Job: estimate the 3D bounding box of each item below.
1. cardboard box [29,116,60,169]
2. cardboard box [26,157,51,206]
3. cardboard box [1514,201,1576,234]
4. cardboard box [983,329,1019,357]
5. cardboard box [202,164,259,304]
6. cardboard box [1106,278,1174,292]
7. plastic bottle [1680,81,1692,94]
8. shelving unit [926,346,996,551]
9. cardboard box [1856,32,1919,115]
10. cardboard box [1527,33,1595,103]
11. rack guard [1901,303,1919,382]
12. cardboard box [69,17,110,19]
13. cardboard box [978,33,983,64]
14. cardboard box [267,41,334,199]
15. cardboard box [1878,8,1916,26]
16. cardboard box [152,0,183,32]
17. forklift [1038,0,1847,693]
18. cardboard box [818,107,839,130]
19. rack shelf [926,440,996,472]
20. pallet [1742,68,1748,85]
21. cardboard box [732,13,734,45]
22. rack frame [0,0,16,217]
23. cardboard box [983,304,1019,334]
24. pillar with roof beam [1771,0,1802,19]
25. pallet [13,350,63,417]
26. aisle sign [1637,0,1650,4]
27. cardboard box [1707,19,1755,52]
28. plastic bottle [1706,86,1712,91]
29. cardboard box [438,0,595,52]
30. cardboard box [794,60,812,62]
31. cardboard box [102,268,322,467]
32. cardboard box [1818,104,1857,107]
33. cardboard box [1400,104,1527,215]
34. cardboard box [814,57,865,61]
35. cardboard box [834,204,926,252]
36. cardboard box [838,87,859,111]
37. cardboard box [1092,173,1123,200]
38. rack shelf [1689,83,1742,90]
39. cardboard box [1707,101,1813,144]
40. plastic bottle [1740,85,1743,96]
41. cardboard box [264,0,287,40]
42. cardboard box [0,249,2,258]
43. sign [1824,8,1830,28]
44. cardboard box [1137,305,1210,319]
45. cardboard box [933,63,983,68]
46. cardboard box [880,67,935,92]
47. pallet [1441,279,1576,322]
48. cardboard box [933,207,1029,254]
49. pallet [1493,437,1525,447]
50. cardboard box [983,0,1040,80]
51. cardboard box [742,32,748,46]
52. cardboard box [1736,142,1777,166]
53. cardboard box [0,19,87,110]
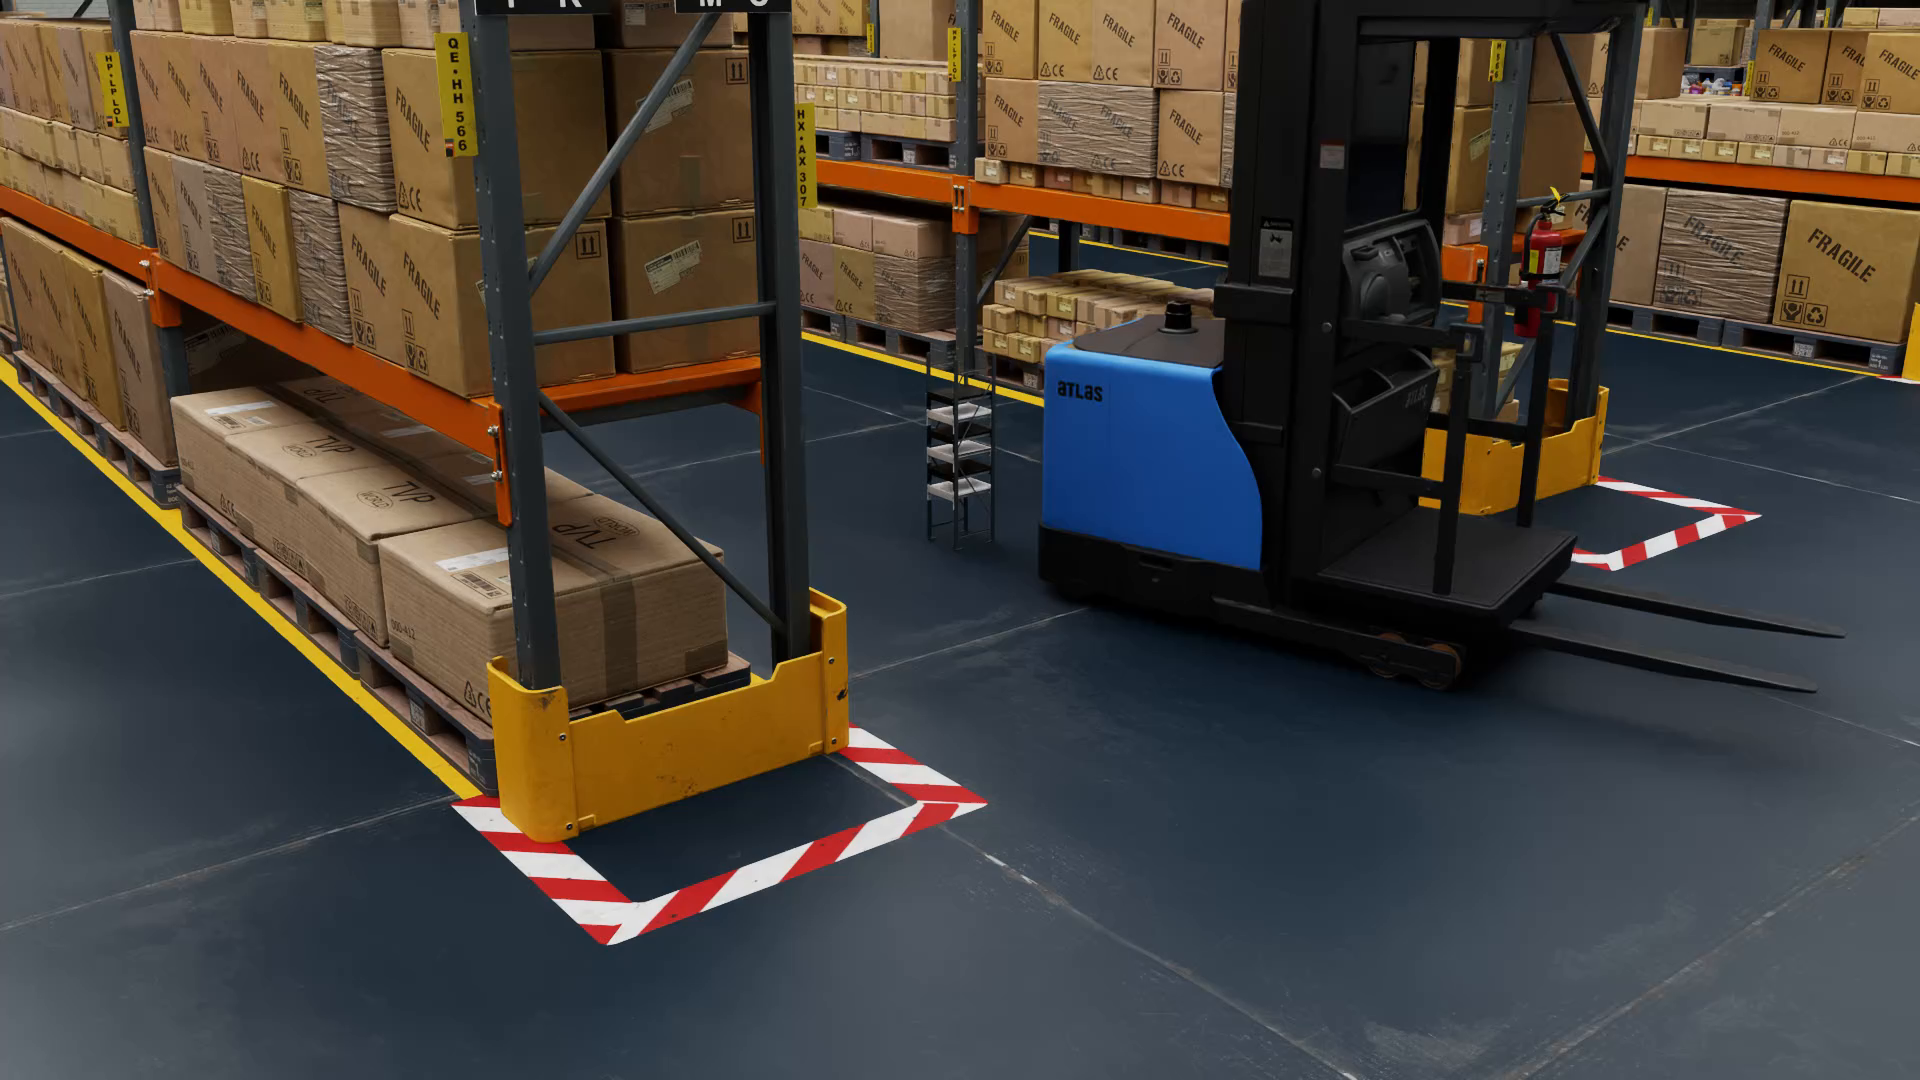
[{"bbox_3d":[-4.857,-2.237,9.289,0.500,0.250,0.500,-13,23,-35],"label":"cardboard box"},{"bbox_3d":[-5.142,-2.130,9.761,0.500,0.250,0.500,-13,22,-34],"label":"cardboard box"},{"bbox_3d":[2.938,-1.668,8.529,0.380,0.149,0.250,-14,23,-37],"label":"cardboard box"},{"bbox_3d":[0.373,-1.323,10.953,0.380,0.149,0.250,-15,24,-38],"label":"cardboard box"},{"bbox_3d":[-2.720,-1.271,6.769,0.500,0.500,0.500,-14,23,-36],"label":"cardboard box"},{"bbox_3d":[1.174,-1.606,10.861,0.380,0.149,0.250,-14,23,-37],"label":"cardboard box"},{"bbox_3d":[7.507,-4.604,17.193,0.152,0.276,0.135,-14,23,-36],"label":"plastic bottle"},{"bbox_3d":[0.005,-0.425,7.715,0.258,0.900,0.210,-14,23,-36],"label":"shelving unit"},{"bbox_3d":[6.325,-3.082,10.970,0.500,0.500,0.500,-14,23,-35],"label":"cardboard box"},{"bbox_3d":[2.812,-2.470,8.326,0.500,0.500,0.500,-14,23,-36],"label":"cardboard box"},{"bbox_3d":[6.848,-1.394,11.278,1.175,0.500,0.348,-14,23,-36],"label":"rack guard"},{"bbox_3d":[-5.376,-3.070,10.612,0.500,0.500,0.500,-15,23,-38],"label":"cardboard box"},{"bbox_3d":[0.531,-5.383,18.515,0.797,0.503,0.637,-11,21,-31],"label":"cardboard box"},{"bbox_3d":[-2.073,-1.493,5.849,0.500,0.500,0.500,-14,23,-36],"label":"cardboard box"},{"bbox_3d":[13.929,-7.718,24.542,0.500,0.250,0.500,-14,23,-37],"label":"cardboard box"},{"bbox_3d":[-3.254,-2.280,7.195,0.380,0.149,0.250,-14,23,-35],"label":"cardboard box"},{"bbox_3d":[1.835,-1.026,6.298,3.031,2.935,1.130,12,22,33],"label":"forklift"},{"bbox_3d":[-0.814,-3.089,12.151,0.380,0.149,0.250,-13,22,-34],"label":"cardboard box"},{"bbox_3d":[0.005,-0.394,7.725,0.258,0.077,0.200,-14,23,-36],"label":"rack shelf"},{"bbox_3d":[10.845,-5.921,21.278,1.003,0.211,1.213,-14,23,-36],"label":"pallet"},{"bbox_3d":[-2.356,-4.250,14.175,0.700,0.500,0.500,-14,23,-36],"label":"cardboard box"},{"bbox_3d":[-8.386,-3.610,13.992,1.000,3.000,0.127,-14,23,-36],"label":"rack frame"},{"bbox_3d":[0.373,-1.465,10.908,0.380,0.149,0.250,-13,22,-34],"label":"cardboard box"},{"bbox_3d":[10.011,-9.955,23.612,9.100,9.000,0.400,-14,23,-36],"label":"pillar with roof beam"},{"bbox_3d":[-5.472,-1.091,10.822,1.003,0.211,1.213,-14,23,-36],"label":"pallet"},{"bbox_3d":[3.163,-2.918,7.769,0.394,0.787,0.004,-14,23,-36],"label":"aisle sign"},{"bbox_3d":[12.424,-8.131,26.788,0.700,0.500,0.500,-14,23,-36],"label":"cardboard box"},{"bbox_3d":[7.930,-4.695,17.584,0.097,0.201,0.097,0,18,0],"label":"plastic bottle"},{"bbox_3d":[-1.315,-1.532,4.936,0.380,0.149,0.250,-14,23,-35],"label":"cardboard box"},{"bbox_3d":[-1.298,-3.567,12.649,0.380,0.149,0.250,-13,22,-34],"label":"cardboard box"},{"bbox_3d":[-3.866,-0.966,8.721,0.875,0.875,0.875,-13,22,-34],"label":"cardboard box"},{"bbox_3d":[6.419,-2.955,11.779,0.500,0.250,0.500,-14,23,-37],"label":"cardboard box"},{"bbox_3d":[2.402,-1.893,8.175,0.500,0.500,0.500,-13,23,-35],"label":"cardboard box"},{"bbox_3d":[-0.936,-3.754,13.214,0.380,0.149,0.250,-13,22,-35],"label":"cardboard box"},{"bbox_3d":[-0.570,-2.262,12.036,0.500,0.250,0.500,-13,22,-34],"label":"cardboard box"},{"bbox_3d":[-0.653,-3.167,11.915,0.380,0.149,0.250,-15,24,-39],"label":"cardboard box"},{"bbox_3d":[1.013,-2.129,9.919,0.380,0.149,0.250,-13,23,-35],"label":"cardboard box"},{"bbox_3d":[10.876,-5.656,21.317,1.077,0.370,4.000,-14,23,-36],"label":"rack shelf"},{"bbox_3d":[5.694,-2.975,11.840,0.500,0.250,0.500,-15,23,-38],"label":"cardboard box"},{"bbox_3d":[8.256,-4.690,17.441,0.061,0.283,0.133,-14,23,-36],"label":"plastic bottle"},{"bbox_3d":[-2.298,-1.904,6.060,0.380,0.149,0.250,-13,22,-34],"label":"cardboard box"},{"bbox_3d":[-7.176,-2.085,12.901,0.950,0.372,0.625,-13,22,-34],"label":"cardboard box"},{"bbox_3d":[13.095,-7.862,25.119,0.100,0.325,0.005,-14,23,-36],"label":"sign"},{"bbox_3d":[1.278,-1.311,9.970,0.380,0.149,0.250,-15,24,-38],"label":"cardboard box"},{"bbox_3d":[0.027,-3.372,12.059,0.380,0.149,0.250,-14,23,-37],"label":"cardboard box"},{"bbox_3d":[-0.330,-3.183,11.488,0.380,0.149,0.250,-15,23,-38],"label":"cardboard box"},{"bbox_3d":[4.760,-2.046,13.706,1.003,0.211,1.213,-14,23,-36],"label":"pallet"},{"bbox_3d":[0.147,-2.232,11.946,0.500,0.250,0.500,-15,24,-38],"label":"cardboard box"},{"bbox_3d":[2.359,-0.546,9.175,1.003,0.211,1.213,-14,23,-36],"label":"pallet"},{"bbox_3d":[0.488,-3.134,10.332,0.500,0.500,0.500,-13,23,-35],"label":"cardboard box"},{"bbox_3d":[-2.377,-6.477,22.020,0.875,0.500,0.500,-14,23,-36],"label":"cardboard box"},{"bbox_3d":[5.719,-2.743,11.773,0.380,0.149,0.250,-15,23,-37],"label":"cardboard box"},{"bbox_3d":[-5.472,-2.857,9.968,0.500,0.500,0.500,-14,23,-36],"label":"cardboard box"}]
